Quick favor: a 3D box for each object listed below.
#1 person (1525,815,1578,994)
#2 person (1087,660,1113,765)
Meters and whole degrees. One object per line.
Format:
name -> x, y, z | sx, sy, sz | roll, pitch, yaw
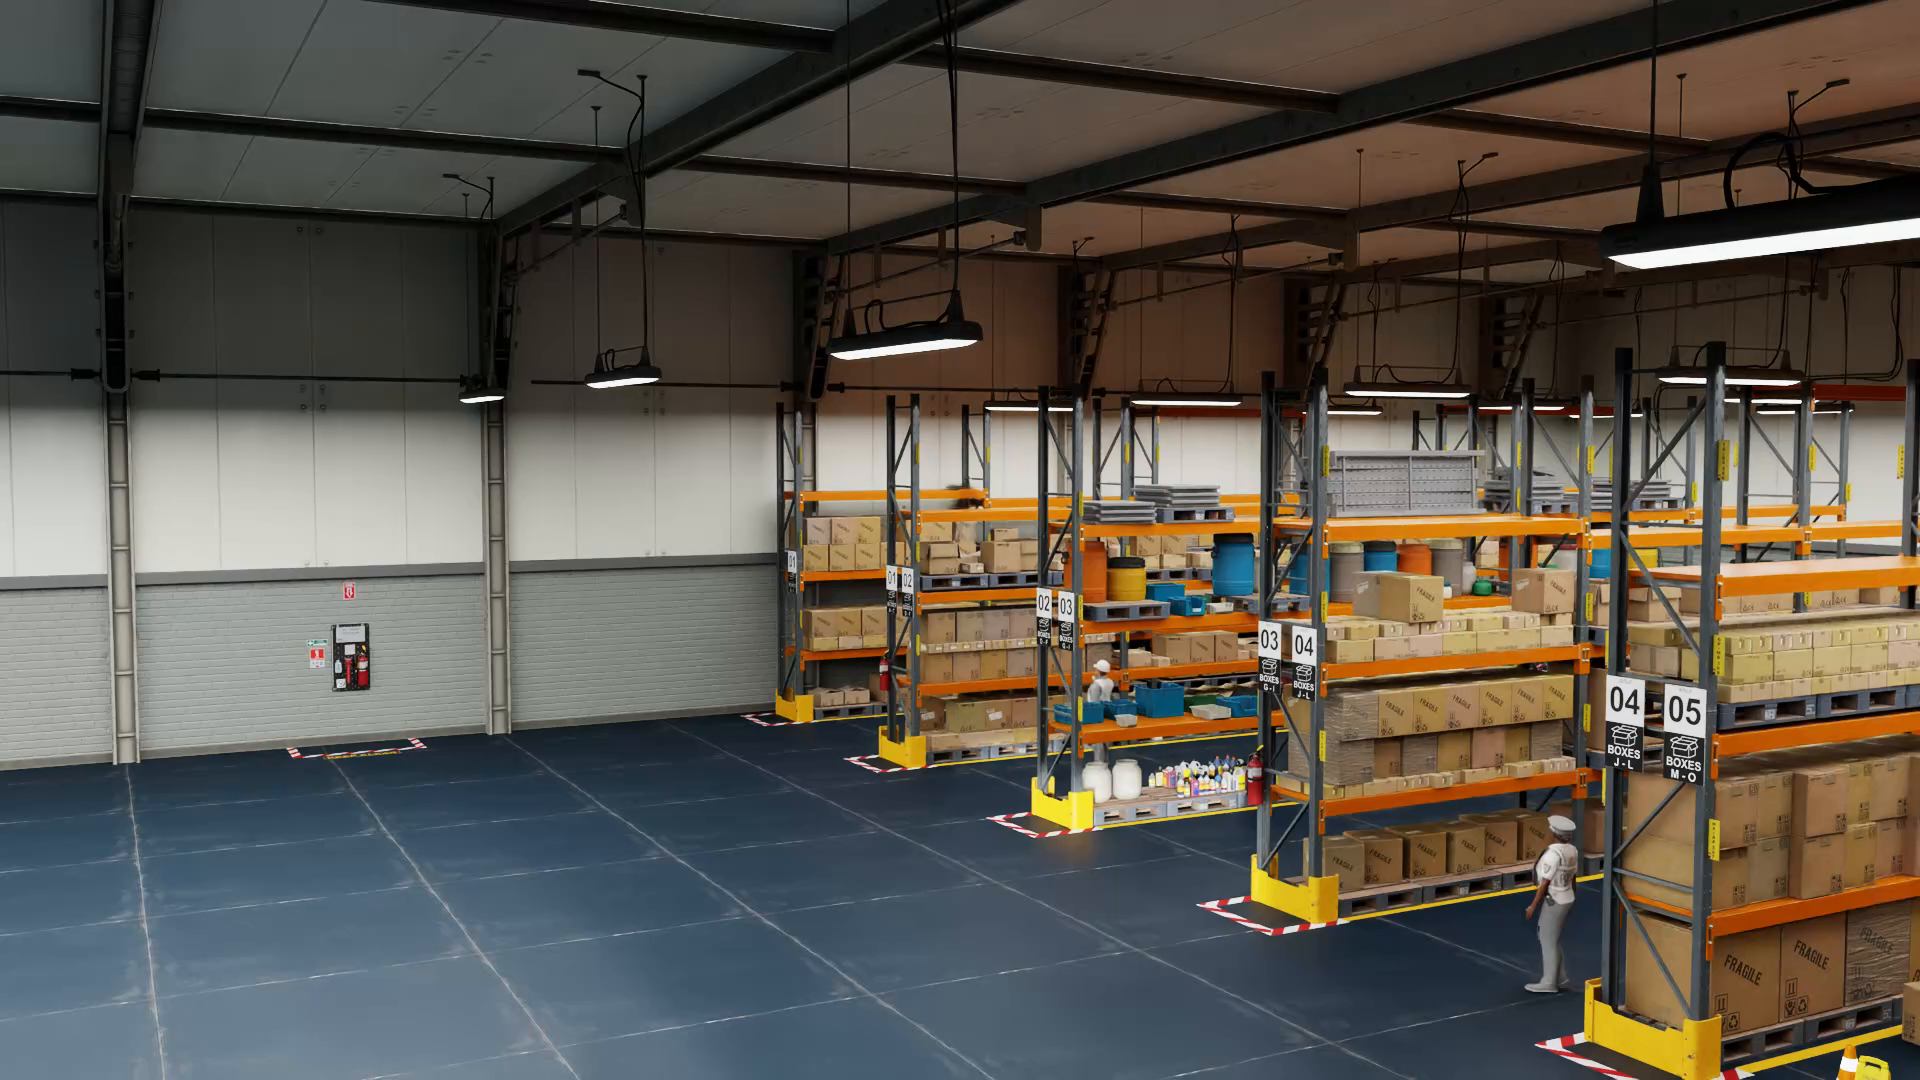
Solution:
person -> 5.587, 3.468, 15.704 | 0.426, 1.748, 0.457 | 2, 4, 32
person -> 2.212, 2.782, 26.372 | 0.402, 1.776, 0.574 | 1, 3, 22
